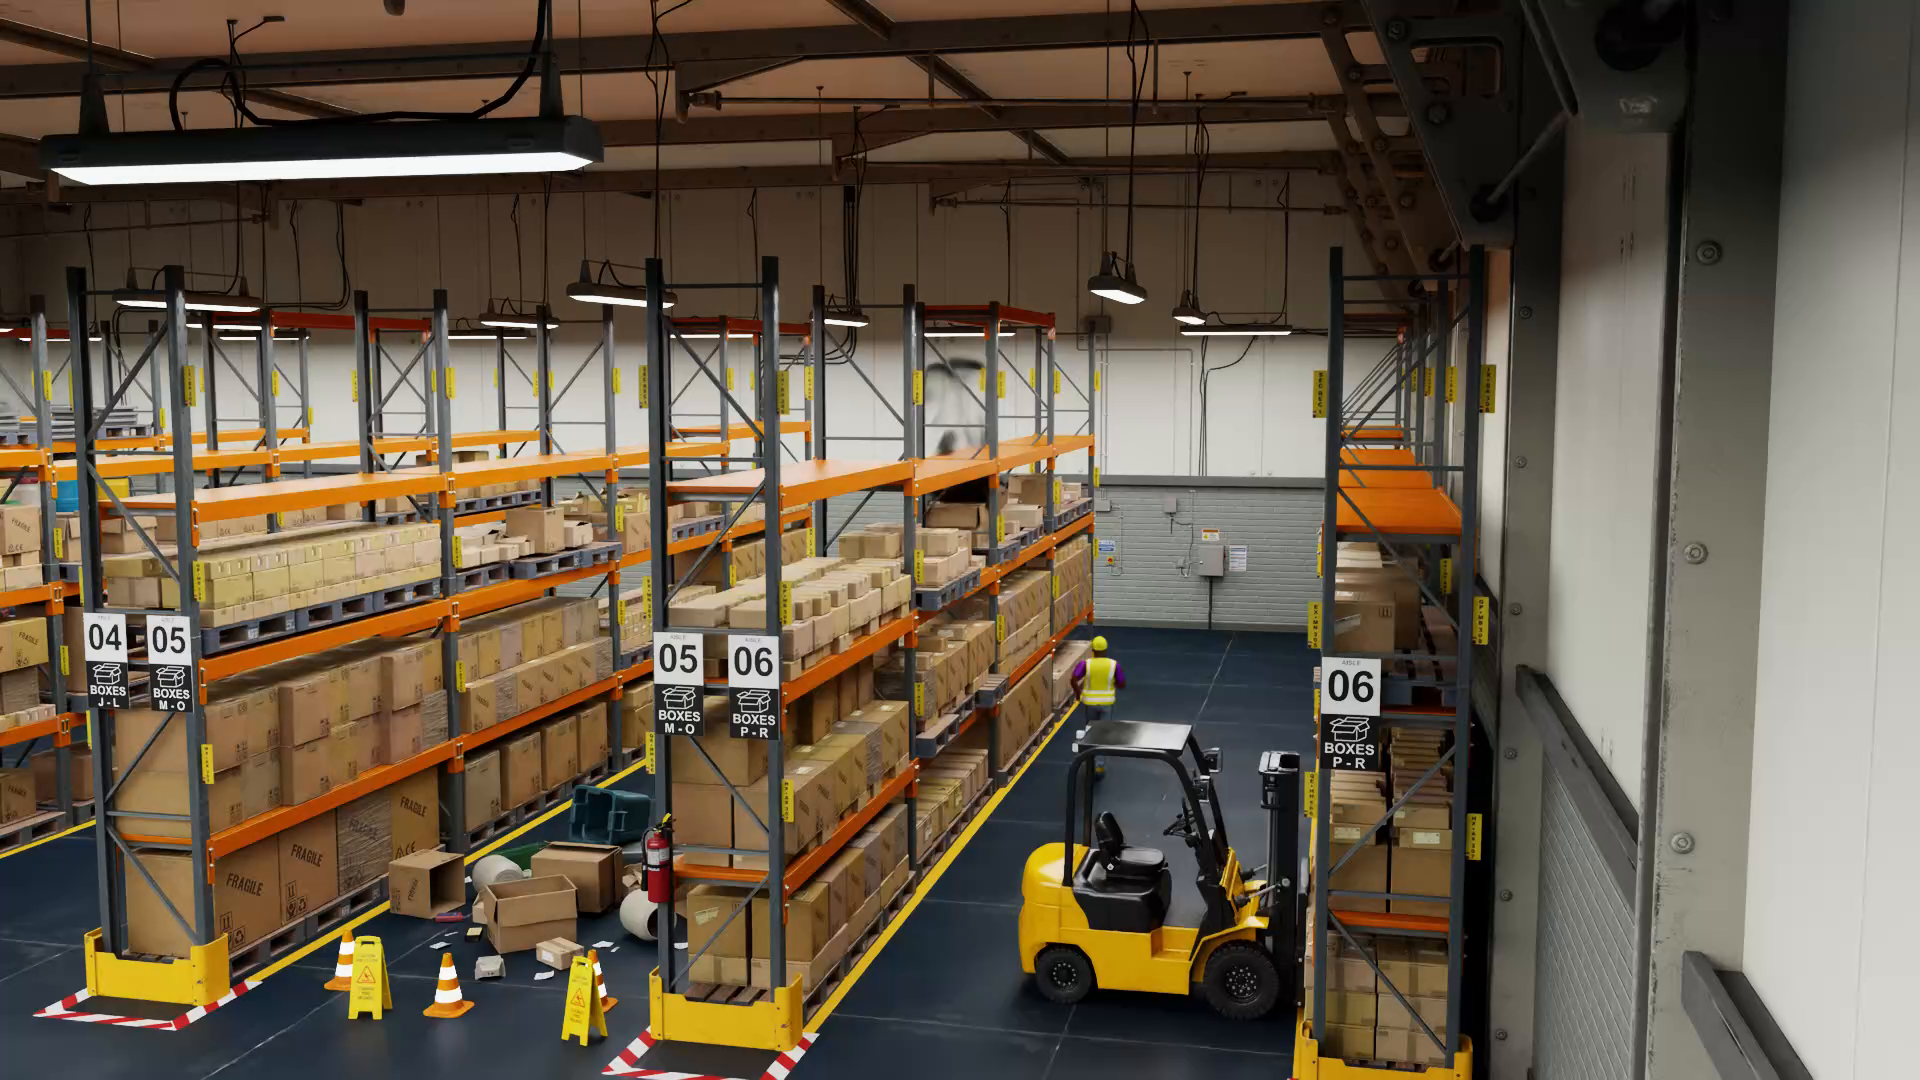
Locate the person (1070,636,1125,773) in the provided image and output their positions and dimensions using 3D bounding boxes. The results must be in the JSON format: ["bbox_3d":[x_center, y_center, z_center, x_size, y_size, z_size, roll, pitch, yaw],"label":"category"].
[{"bbox_3d":[1.780,2.135,21.332,0.673,1.825,0.715,1,6,11],"label":"person"}]
